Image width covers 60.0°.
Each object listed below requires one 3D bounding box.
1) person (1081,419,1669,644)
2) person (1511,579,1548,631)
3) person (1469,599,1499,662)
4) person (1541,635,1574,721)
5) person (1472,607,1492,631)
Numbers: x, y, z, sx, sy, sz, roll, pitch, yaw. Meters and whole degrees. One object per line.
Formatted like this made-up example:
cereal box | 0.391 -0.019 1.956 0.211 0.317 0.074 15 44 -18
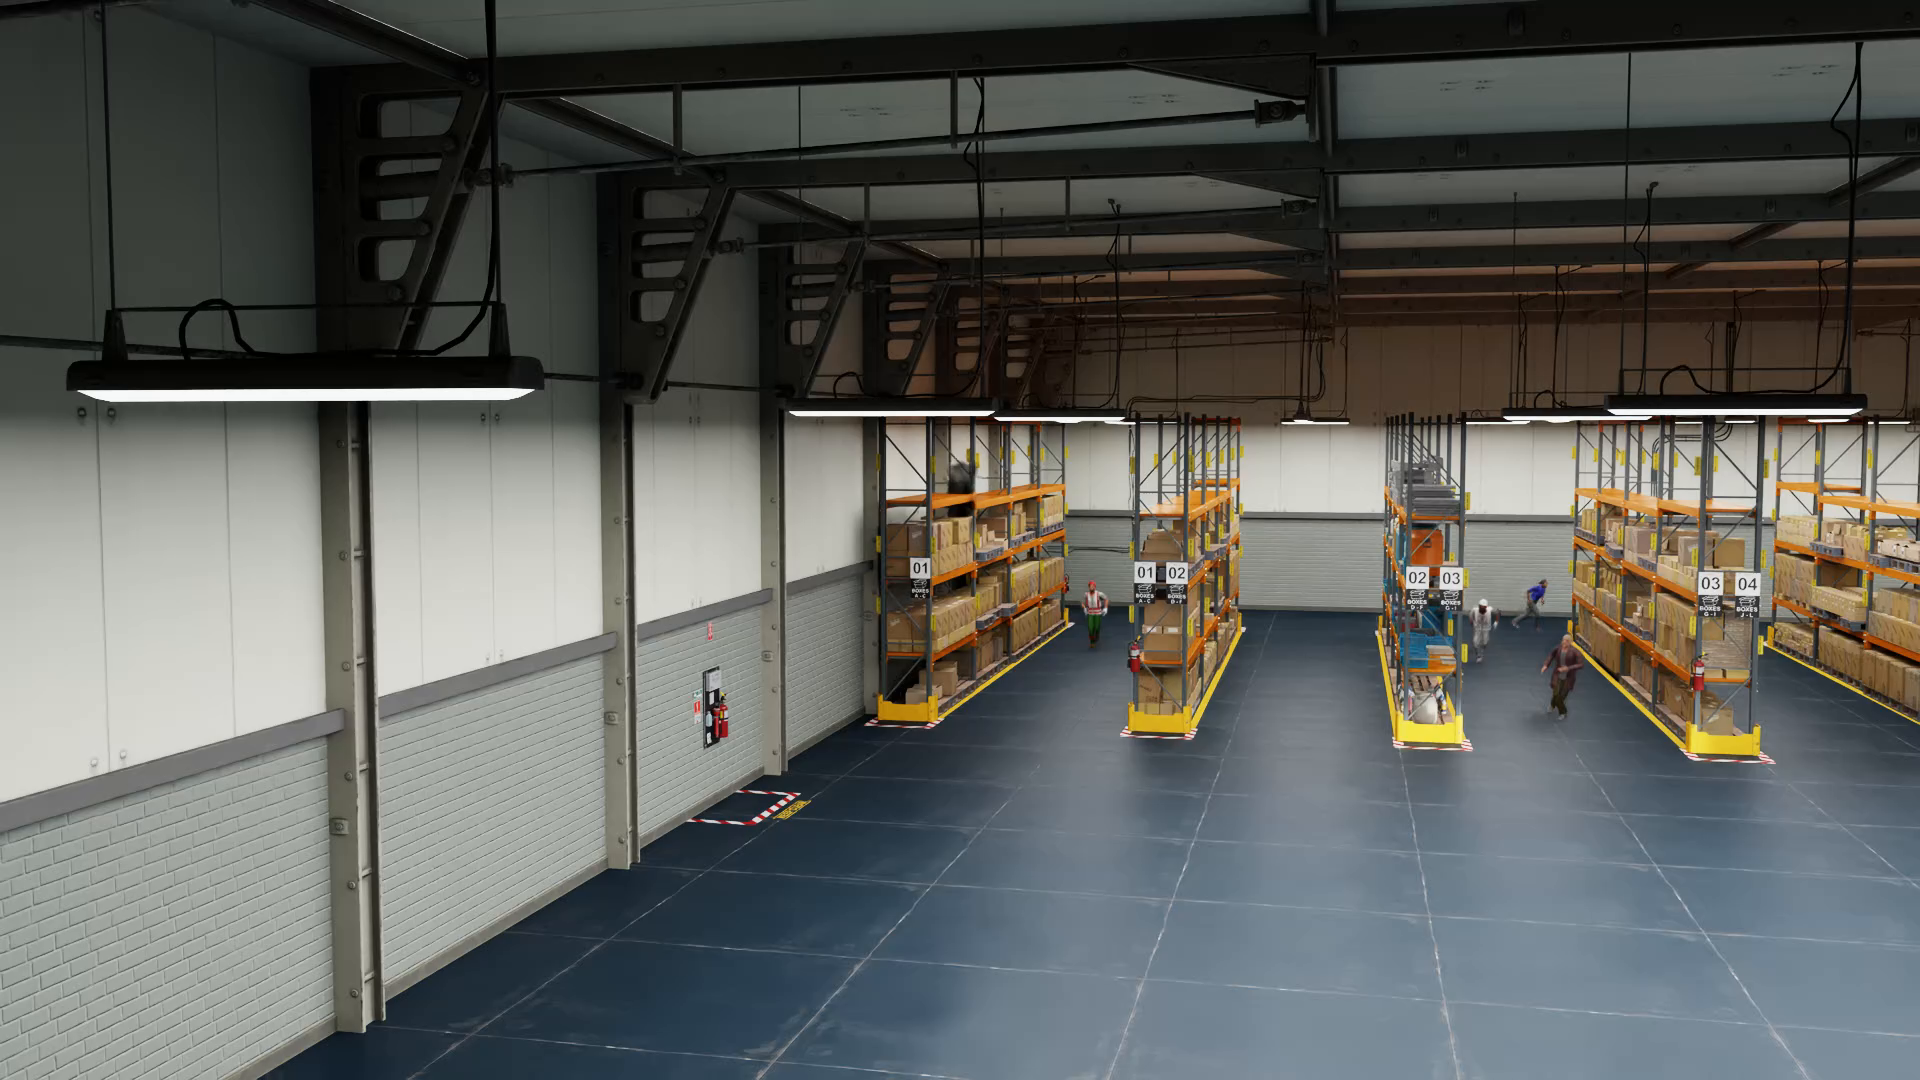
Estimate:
person | 9.534 0.003 40.467 13.703 5.845 3.717 1 4 15
person | 16.116 1.824 47.014 0.567 1.512 1.035 -4 5 -44
person | 12.713 2.204 40.353 0.718 1.586 0.836 1 4 12
person | 11.840 2.693 32.694 0.799 1.724 0.707 2 4 28
person | 17.779 2.717 32.417 11.484 1.614 16.075 0 4 3
